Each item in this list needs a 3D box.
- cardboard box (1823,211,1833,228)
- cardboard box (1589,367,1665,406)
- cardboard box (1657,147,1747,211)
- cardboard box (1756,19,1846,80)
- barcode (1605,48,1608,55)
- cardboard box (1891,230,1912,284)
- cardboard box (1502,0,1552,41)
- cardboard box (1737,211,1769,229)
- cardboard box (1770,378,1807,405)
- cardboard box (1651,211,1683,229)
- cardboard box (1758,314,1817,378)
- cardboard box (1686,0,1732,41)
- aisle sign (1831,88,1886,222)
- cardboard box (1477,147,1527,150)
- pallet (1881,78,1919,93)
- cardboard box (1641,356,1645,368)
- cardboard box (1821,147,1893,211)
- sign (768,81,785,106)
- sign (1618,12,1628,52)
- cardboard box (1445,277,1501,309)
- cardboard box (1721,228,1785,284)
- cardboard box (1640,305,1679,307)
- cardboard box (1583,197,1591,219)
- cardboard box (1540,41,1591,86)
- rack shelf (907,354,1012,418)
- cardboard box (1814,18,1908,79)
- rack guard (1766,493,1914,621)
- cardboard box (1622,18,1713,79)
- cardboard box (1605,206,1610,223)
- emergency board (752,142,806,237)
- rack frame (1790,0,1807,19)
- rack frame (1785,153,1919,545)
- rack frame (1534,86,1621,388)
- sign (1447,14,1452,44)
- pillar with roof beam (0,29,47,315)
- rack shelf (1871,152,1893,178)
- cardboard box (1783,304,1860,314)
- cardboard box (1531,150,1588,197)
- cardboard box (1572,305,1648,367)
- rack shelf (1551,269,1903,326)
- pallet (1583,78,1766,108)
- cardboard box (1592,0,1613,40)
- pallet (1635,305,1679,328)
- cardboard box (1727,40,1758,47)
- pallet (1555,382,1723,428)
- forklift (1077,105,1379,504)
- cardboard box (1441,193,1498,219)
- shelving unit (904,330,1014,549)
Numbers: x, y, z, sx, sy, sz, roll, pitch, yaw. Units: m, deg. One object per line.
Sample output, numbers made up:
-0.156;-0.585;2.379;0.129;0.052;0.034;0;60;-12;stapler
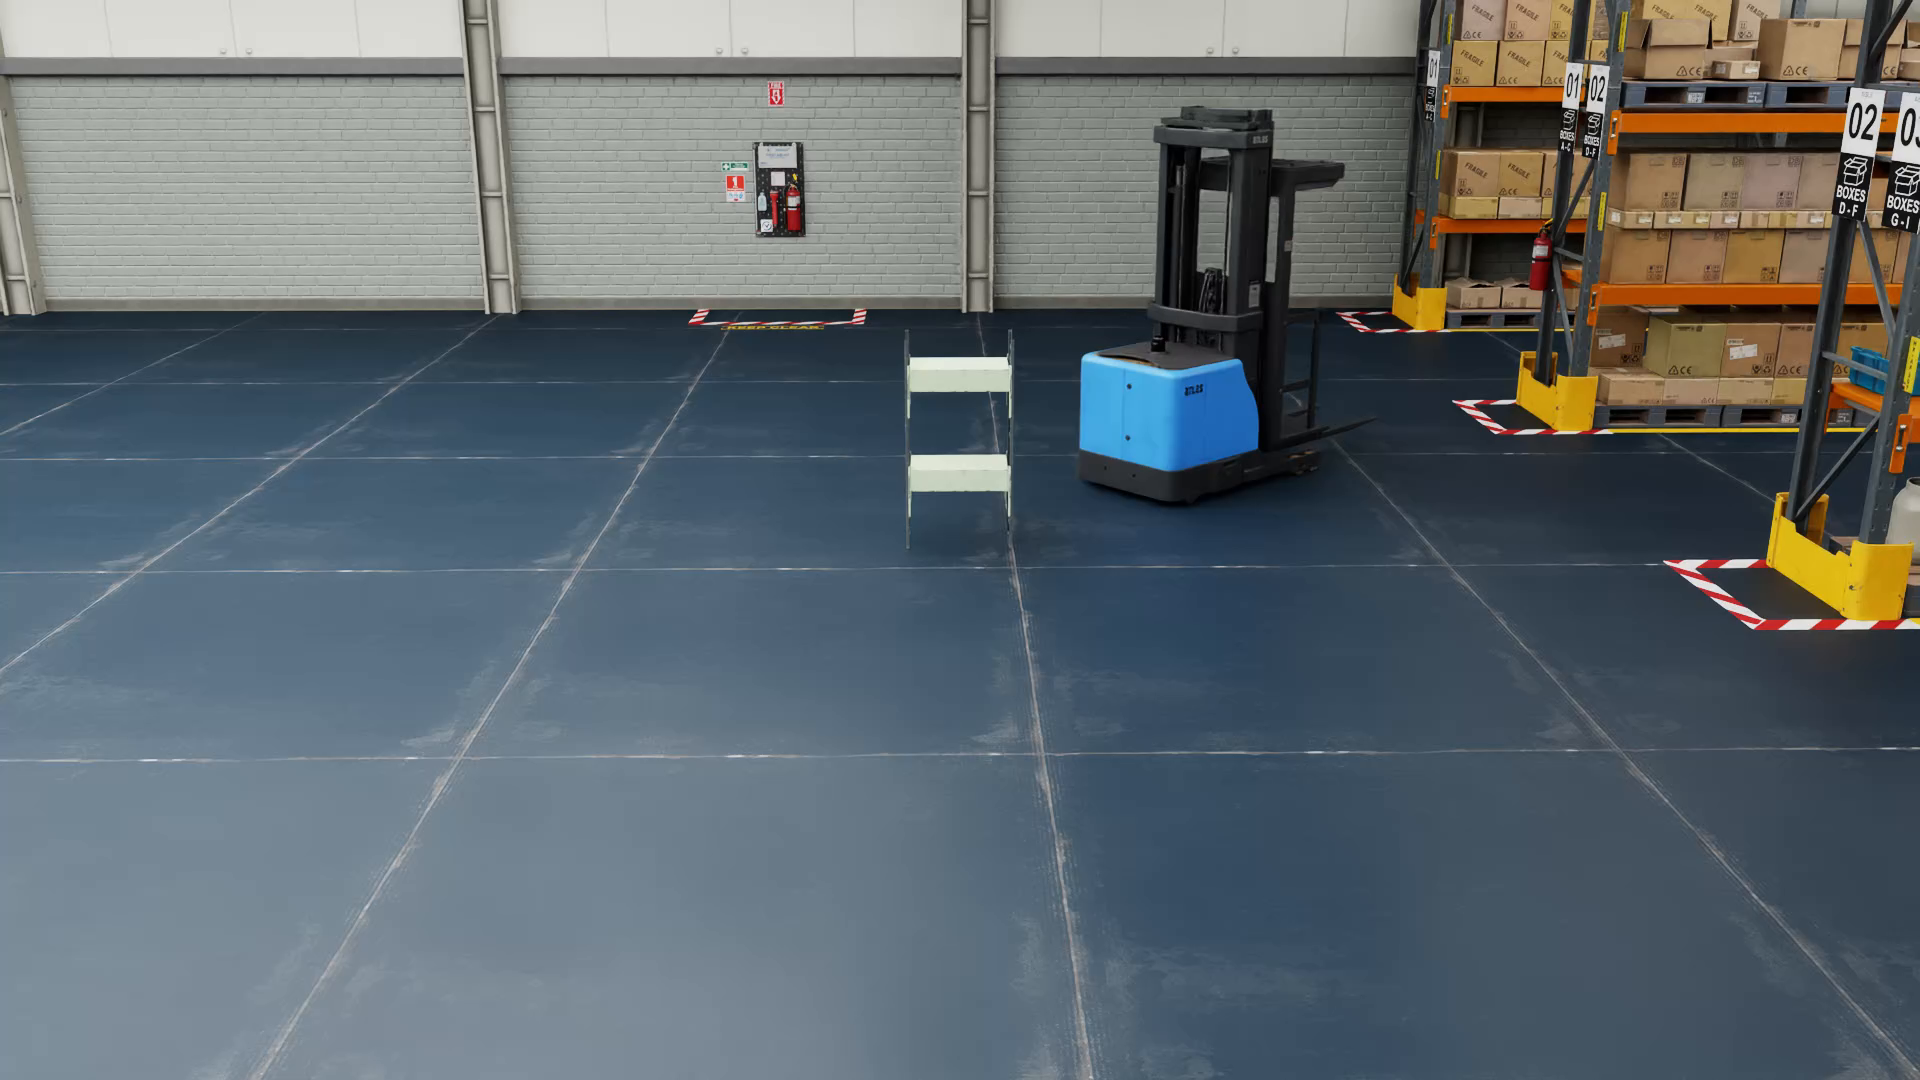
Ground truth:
7.813;-2.898;14.946;0.250;0.149;0.380;0;18;1;cardboard box
6.157;-1.422;15.385;0.500;0.250;0.500;0;18;-1;cardboard box
6.663;-3.265;15.028;0.500;0.500;0.700;-1;18;-2;cardboard box
7.282;-4.264;14.439;0.500;0.500;0.500;0;18;-1;cardboard box
5.911;-4.451;15.150;0.075;0.075;0.001;0;18;-1;barcode
8.646;-2.655;15.251;0.500;0.500;0.700;0;18;-1;cardboard box
6.426;-5.986;19.054;0.500;0.500;0.500;0;18;-1;cardboard box
7.045;-2.895;14.936;0.250;0.149;0.380;-1;18;-3;cardboard box
7.656;-1.429;15.406;0.500;0.250;0.500;0;18;-1;cardboard box
6.277;-2.892;14.926;0.250;0.149;0.380;-1;18;-2;cardboard box
7.656;-1.786;15.291;0.500;0.500;0.500;0;18;-1;cardboard box
8.487;-6.000;19.096;0.500;0.500;0.500;1;18;2;cardboard box
5.615;-2.412;10.401;0.004;0.787;0.394;0;18;-1;aisle sign
6.506;-4.472;20.062;0.500;0.500;0.500;0;18;0;cardboard box
8.764;-3.991;14.811;1.213;0.211;1.003;0;18;-1;pallet
6.648;-1.587;15.897;0.500;0.250;0.500;0;18;-1;cardboard box
8.167;-3.273;15.051;0.500;0.500;0.700;0;18;-1;cardboard box
-2.259;-5.483;20.433;0.199;0.298;0.001;0;18;-1;sign
5.620;-4.310;14.101;0.005;0.325;0.100;0;18;-1;sign
6.228;-3.015;20.217;0.500;0.311;0.500;-2;18;-7;cardboard box
7.105;-2.648;15.227;0.500;0.500;0.700;0;18;0;cardboard box
8.497;-3.131;20.270;0.500;0.500;0.500;-2;18;-5;cardboard box
7.562;-3.963;19.703;0.500;0.250;0.500;0;18;0;cardboard box
6.930;-5.516;19.225;0.500;0.500;0.500;1;18;2;cardboard box
-0.007;-1.086;11.699;0.720;0.370;0.431;0;18;-1;rack shelf
7.968;-4.391;14.829;0.637;0.503;0.797;2;18;5;cardboard box
5.767;0.091;10.945;0.348;0.500;1.175;0;18;-1;rack guard
6.192;-4.343;14.678;0.637;0.503;0.797;1;18;3;cardboard box
5.996;-3.014;15.306;0.250;0.149;0.380;-1;18;-2;cardboard box
-2.250;-4.348;20.692;0.643;1.169;0.194;0;18;-1;emergency board
9.534;-6.986;19.093;0.127;3.000;1.000;0;18;-1;rack frame
5.691;-1.084;10.517;0.127;3.000;1.000;0;18;-1;rack frame
5.617;-2.597;15.233;0.127;3.000;1.000;0;18;-1;rack frame
5.544;-5.789;18.841;0.005;0.325;0.100;0;18;-1;sign
-11.709;-5.833;15.498;0.400;9.000;9.100;0;18;-1;pillar with roof beam
7.691;-2.180;10.199;4.000;0.370;1.077;0;18;-1;rack shelf
8.148;-1.953;15.810;0.500;0.500;0.500;0;18;-1;cardboard box
7.028;-4.316;19.575;0.500;0.500;0.500;-1;18;-3;cardboard box
6.148;-1.938;15.766;0.500;0.500;0.500;0;18;-1;cardboard box
7.617;-2.264;15.373;4.000;0.370;1.077;0;18;-1;rack shelf
6.324;-3.979;14.774;1.213;0.211;1.003;0;18;-1;pallet
7.504;-6.155;19.581;0.500;0.500;0.500;0;18;-1;cardboard box
8.864;-2.787;20.392;1.213;0.211;1.003;0;18;-1;pallet
9.031;-5.537;19.290;0.500;0.500;0.500;0;18;1;cardboard box
6.381;-1.286;15.710;1.213;0.211;1.003;0;18;-1;pallet
2.370;-2.036;13.596;3.031;2.935;1.130;-16;24;-40;forklift
6.028;-3.954;19.674;0.500;0.250;0.500;-1;18;-2;cardboard box
-0.007;-0.714;11.818;0.755;1.500;0.431;0;18;-1;shelving unit
